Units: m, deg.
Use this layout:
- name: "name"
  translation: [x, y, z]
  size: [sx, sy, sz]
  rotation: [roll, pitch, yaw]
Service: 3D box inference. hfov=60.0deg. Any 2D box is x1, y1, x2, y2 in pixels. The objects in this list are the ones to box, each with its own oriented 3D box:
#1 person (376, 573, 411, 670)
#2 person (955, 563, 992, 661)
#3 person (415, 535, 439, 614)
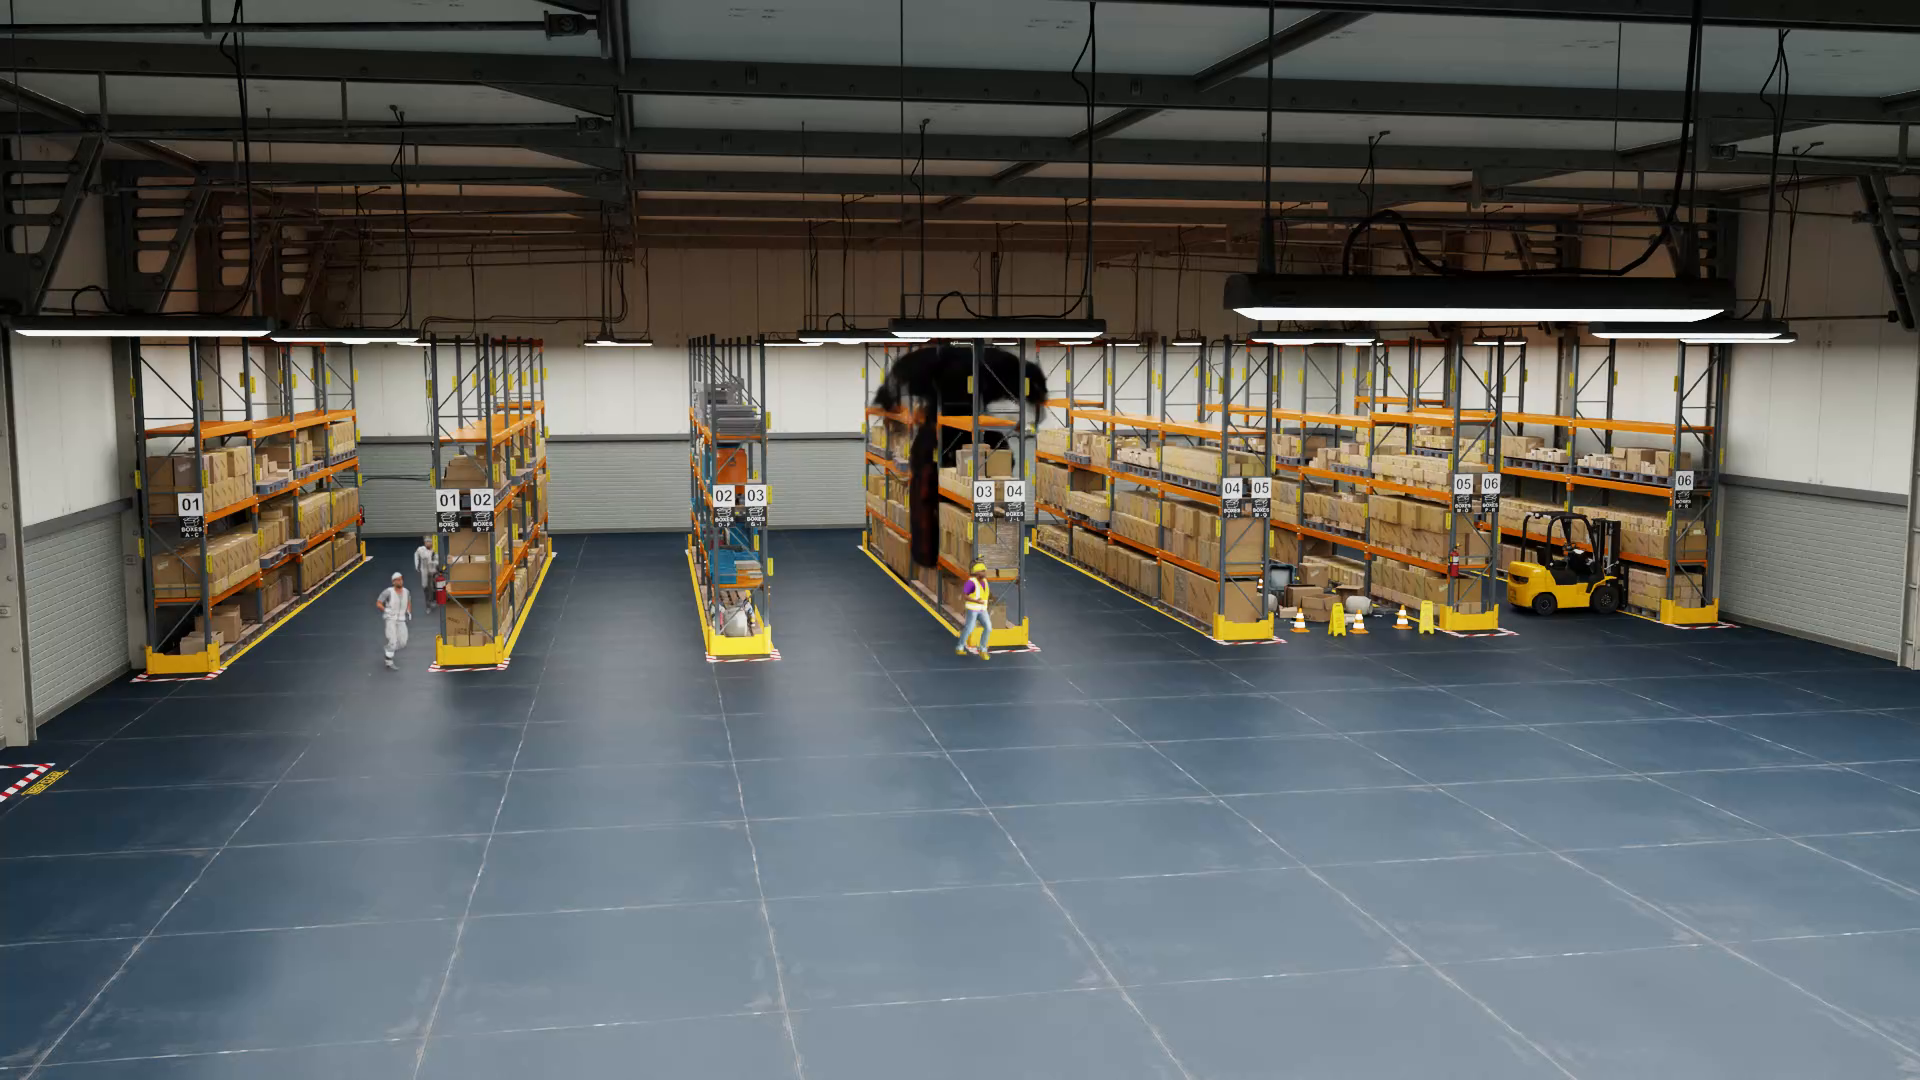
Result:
- name: "person"
  translation: [-10.151, 1.449, 29.939]
  size: [0.685, 1.732, 0.645]
  rotation: [-6, 9, -45]
- name: "person"
  translation: [0.316, 1.331, 30.861]
  size: [0.754, 1.817, 0.725]
  rotation: [-6, 9, -43]
- name: "person"
  translation: [-11.598, 0.734, 36.358]
  size: [0.636, 1.726, 0.814]
  rotation: [-1, 7, -9]
